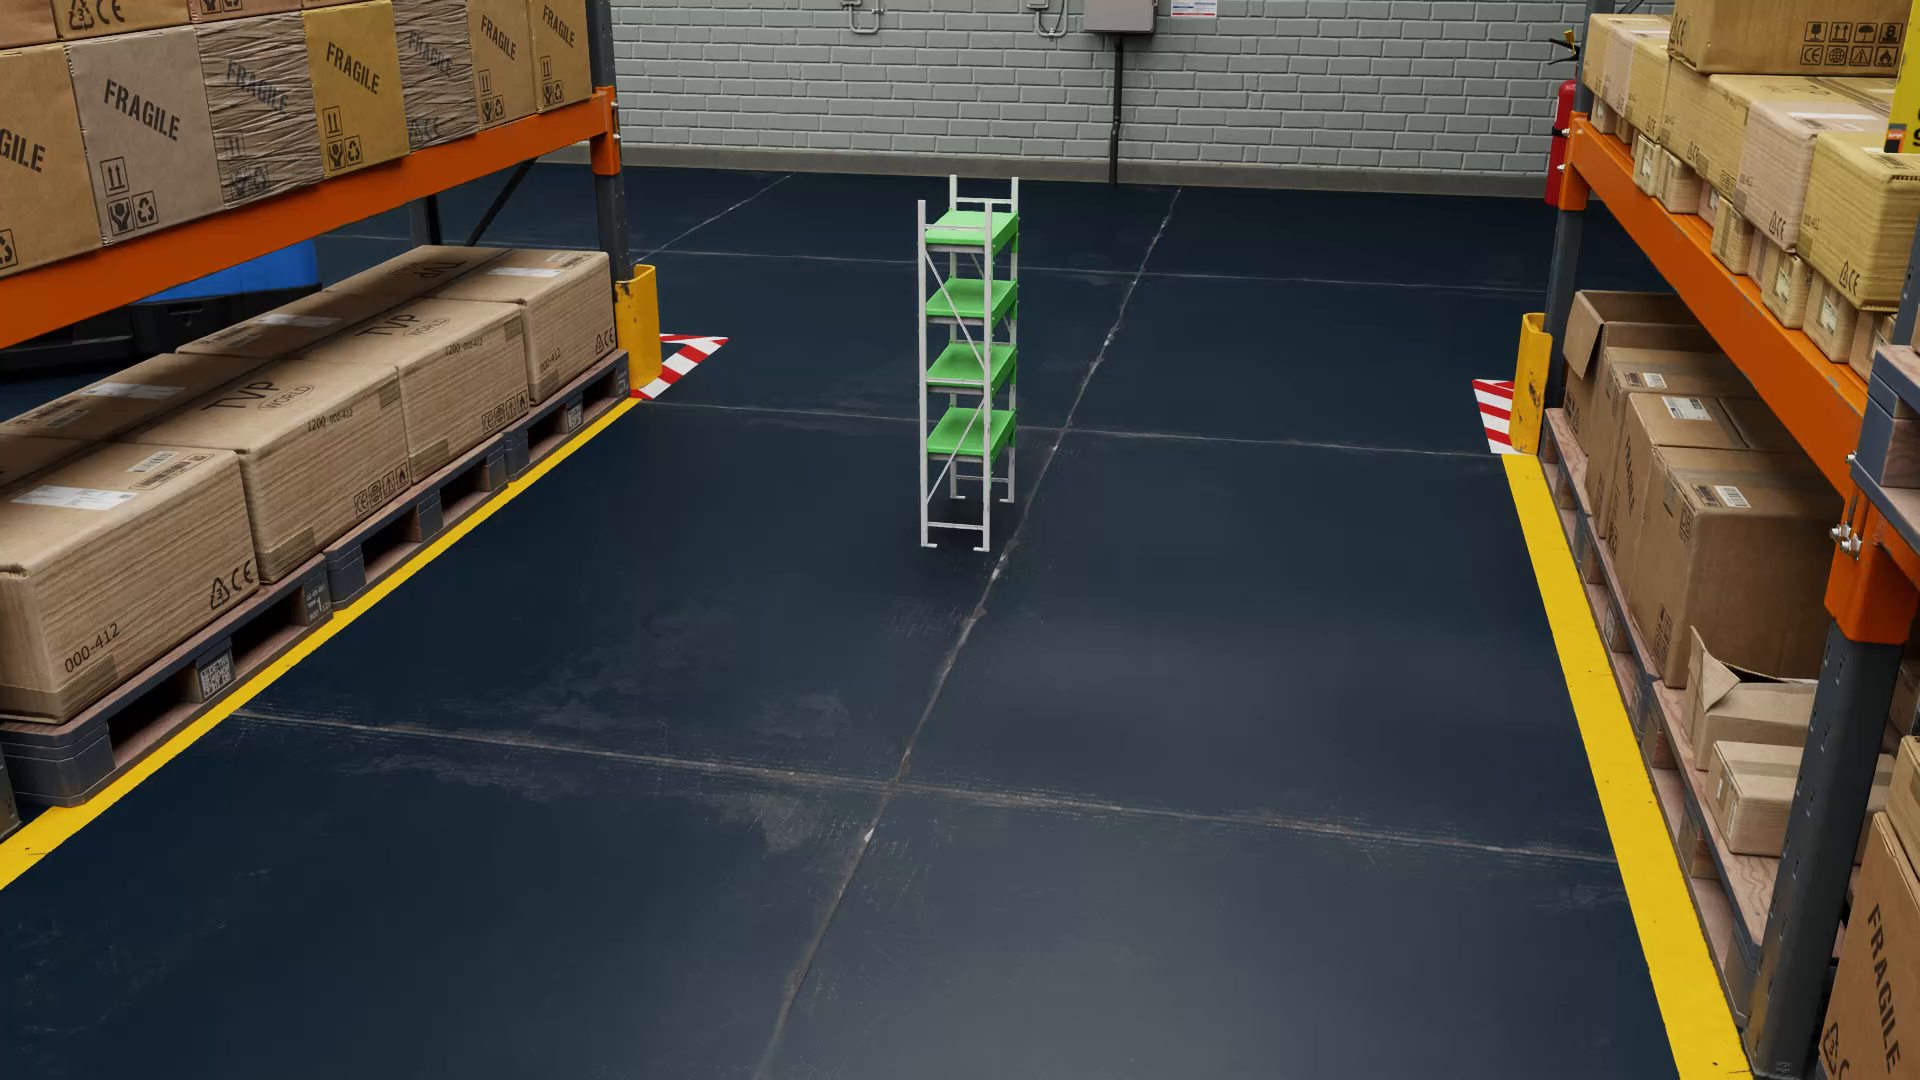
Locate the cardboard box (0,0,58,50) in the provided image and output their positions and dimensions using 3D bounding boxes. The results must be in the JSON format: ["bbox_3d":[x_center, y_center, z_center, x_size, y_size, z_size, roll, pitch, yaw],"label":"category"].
[{"bbox_3d":[-2.477,-1.366,3.757,0.500,0.500,0.500,5,22,11],"label":"cardboard box"}]

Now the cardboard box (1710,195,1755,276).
[{"bbox_3d":[2.033,-0.725,3.976,0.380,0.149,0.250,4,22,10],"label":"cardboard box"}]

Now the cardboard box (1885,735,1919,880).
[{"bbox_3d":[1.715,0.452,2.632,0.380,0.149,0.250,6,23,13],"label":"cardboard box"}]

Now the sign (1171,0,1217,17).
[{"bbox_3d":[1.685,-4.007,11.915,0.329,0.494,0.001,4,22,11],"label":"sign"}]

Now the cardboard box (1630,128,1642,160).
[{"bbox_3d":[2.392,-1.287,5.370,0.380,0.149,0.250,5,23,13],"label":"cardboard box"}]

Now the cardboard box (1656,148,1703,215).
[{"bbox_3d":[2.184,-1.005,4.669,0.380,0.149,0.250,5,22,12],"label":"cardboard box"}]

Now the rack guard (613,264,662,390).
[{"bbox_3d":[-1.990,-1.012,7.697,1.175,0.500,0.348,4,22,11],"label":"rack guard"}]

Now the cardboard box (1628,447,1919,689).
[{"bbox_3d":[2.223,0.085,4.412,0.700,0.500,0.500,4,22,9],"label":"cardboard box"}]

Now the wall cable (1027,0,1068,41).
[{"bbox_3d":[0.524,-4.594,11.885,0.588,1.984,0.122,4,22,11],"label":"wall cable"}]

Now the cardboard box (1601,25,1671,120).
[{"bbox_3d":[2.406,-1.524,5.426,0.500,0.250,0.500,5,22,11],"label":"cardboard box"}]

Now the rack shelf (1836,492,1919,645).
[{"bbox_3d":[1.641,0.742,0.958,1.077,0.370,4.000,4,22,11],"label":"rack shelf"}]

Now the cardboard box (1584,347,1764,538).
[{"bbox_3d":[2.435,-0.295,5.354,0.700,0.500,0.500,5,23,13],"label":"cardboard box"}]

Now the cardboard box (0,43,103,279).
[{"bbox_3d":[-2.459,-0.898,3.934,0.500,0.500,0.500,5,23,13],"label":"cardboard box"}]

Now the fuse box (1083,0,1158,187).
[{"bbox_3d":[1.160,-3.416,12.044,0.539,1.711,0.414,4,22,11],"label":"fuse box"}]

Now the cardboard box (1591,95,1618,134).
[{"bbox_3d":[2.529,-1.570,6.073,0.380,0.149,0.250,4,22,11],"label":"cardboard box"}]

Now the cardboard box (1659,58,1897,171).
[{"bbox_3d":[2.222,-1.150,4.496,0.500,0.250,0.500,4,22,10],"label":"cardboard box"}]

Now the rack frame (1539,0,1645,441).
[{"bbox_3d":[2.865,-1.786,6.272,1.000,3.000,0.127,4,22,11],"label":"rack frame"}]

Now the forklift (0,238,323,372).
[{"bbox_3d":[-4.687,-2.233,7.475,3.031,2.935,1.130,-11,24,-25],"label":"forklift"}]

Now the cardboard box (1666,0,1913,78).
[{"bbox_3d":[2.203,-1.508,4.381,0.500,0.500,0.500,5,22,12],"label":"cardboard box"}]

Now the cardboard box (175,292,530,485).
[{"bbox_3d":[-2.210,-0.585,6.158,0.875,0.438,0.875,5,22,12],"label":"cardboard box"}]

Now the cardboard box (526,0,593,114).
[{"bbox_3d":[-1.834,-2.012,6.702,0.500,0.500,0.500,5,22,11],"label":"cardboard box"}]

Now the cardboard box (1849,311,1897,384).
[{"bbox_3d":[1.867,-0.342,3.024,0.380,0.149,0.250,5,22,12],"label":"cardboard box"}]

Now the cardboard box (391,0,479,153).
[{"bbox_3d":[-2.047,-1.641,5.780,0.500,0.500,0.500,5,22,12],"label":"cardboard box"}]

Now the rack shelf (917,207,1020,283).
[{"bbox_3d":[0.034,-1.003,5.624,0.258,0.148,0.480,4,22,11],"label":"rack shelf"}]

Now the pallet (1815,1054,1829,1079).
[{"bbox_3d":[1.920,1.271,2.415,1.003,0.211,1.213,4,22,11],"label":"pallet"}]

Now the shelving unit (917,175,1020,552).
[{"bbox_3d":[0.034,-0.617,5.780,0.258,1.200,0.503,4,22,11],"label":"shelving unit"}]

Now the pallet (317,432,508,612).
[{"bbox_3d":[-2.333,-0.126,5.884,1.003,0.211,1.213,4,22,11],"label":"pallet"}]

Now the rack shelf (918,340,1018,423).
[{"bbox_3d":[0.034,-0.558,5.804,0.258,0.148,0.480,4,22,11],"label":"rack shelf"}]

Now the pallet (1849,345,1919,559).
[{"bbox_3d":[1.779,0.050,1.971,1.003,0.211,1.213,4,22,11],"label":"pallet"}]

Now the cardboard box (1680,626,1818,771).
[{"bbox_3d":[1.948,0.394,3.958,0.396,0.266,0.258,5,23,13],"label":"cardboard box"}]

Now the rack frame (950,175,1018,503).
[{"bbox_3d":[0.084,-0.706,6.001,0.240,1.200,0.015,4,22,11],"label":"rack frame"}]

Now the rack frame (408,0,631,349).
[{"bbox_3d":[-1.995,-2.163,7.208,1.000,3.000,0.127,4,22,11],"label":"rack frame"}]

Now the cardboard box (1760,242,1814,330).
[{"bbox_3d":[1.928,-0.536,3.505,0.380,0.149,0.250,5,22,12],"label":"cardboard box"}]

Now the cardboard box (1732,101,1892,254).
[{"bbox_3d":[2.002,-0.780,3.579,0.500,0.250,0.500,5,22,11],"label":"cardboard box"}]

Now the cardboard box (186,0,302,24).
[{"bbox_3d":[-2.252,-1.736,4.678,0.500,0.500,0.500,5,22,12],"label":"cardboard box"}]

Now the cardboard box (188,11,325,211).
[{"bbox_3d":[-2.245,-1.263,4.841,0.500,0.500,0.500,5,22,11],"label":"cardboard box"}]

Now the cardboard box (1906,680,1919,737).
[{"bbox_3d":[2.415,0.506,3.619,0.500,0.311,0.500,5,23,13],"label":"cardboard box"}]

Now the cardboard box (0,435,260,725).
[{"bbox_3d":[-2.578,0.072,4.526,0.875,0.438,0.875,4,22,10],"label":"cardboard box"}]

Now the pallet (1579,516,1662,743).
[{"bbox_3d":[2.437,0.272,4.896,1.003,0.211,1.213,4,22,11],"label":"pallet"}]
